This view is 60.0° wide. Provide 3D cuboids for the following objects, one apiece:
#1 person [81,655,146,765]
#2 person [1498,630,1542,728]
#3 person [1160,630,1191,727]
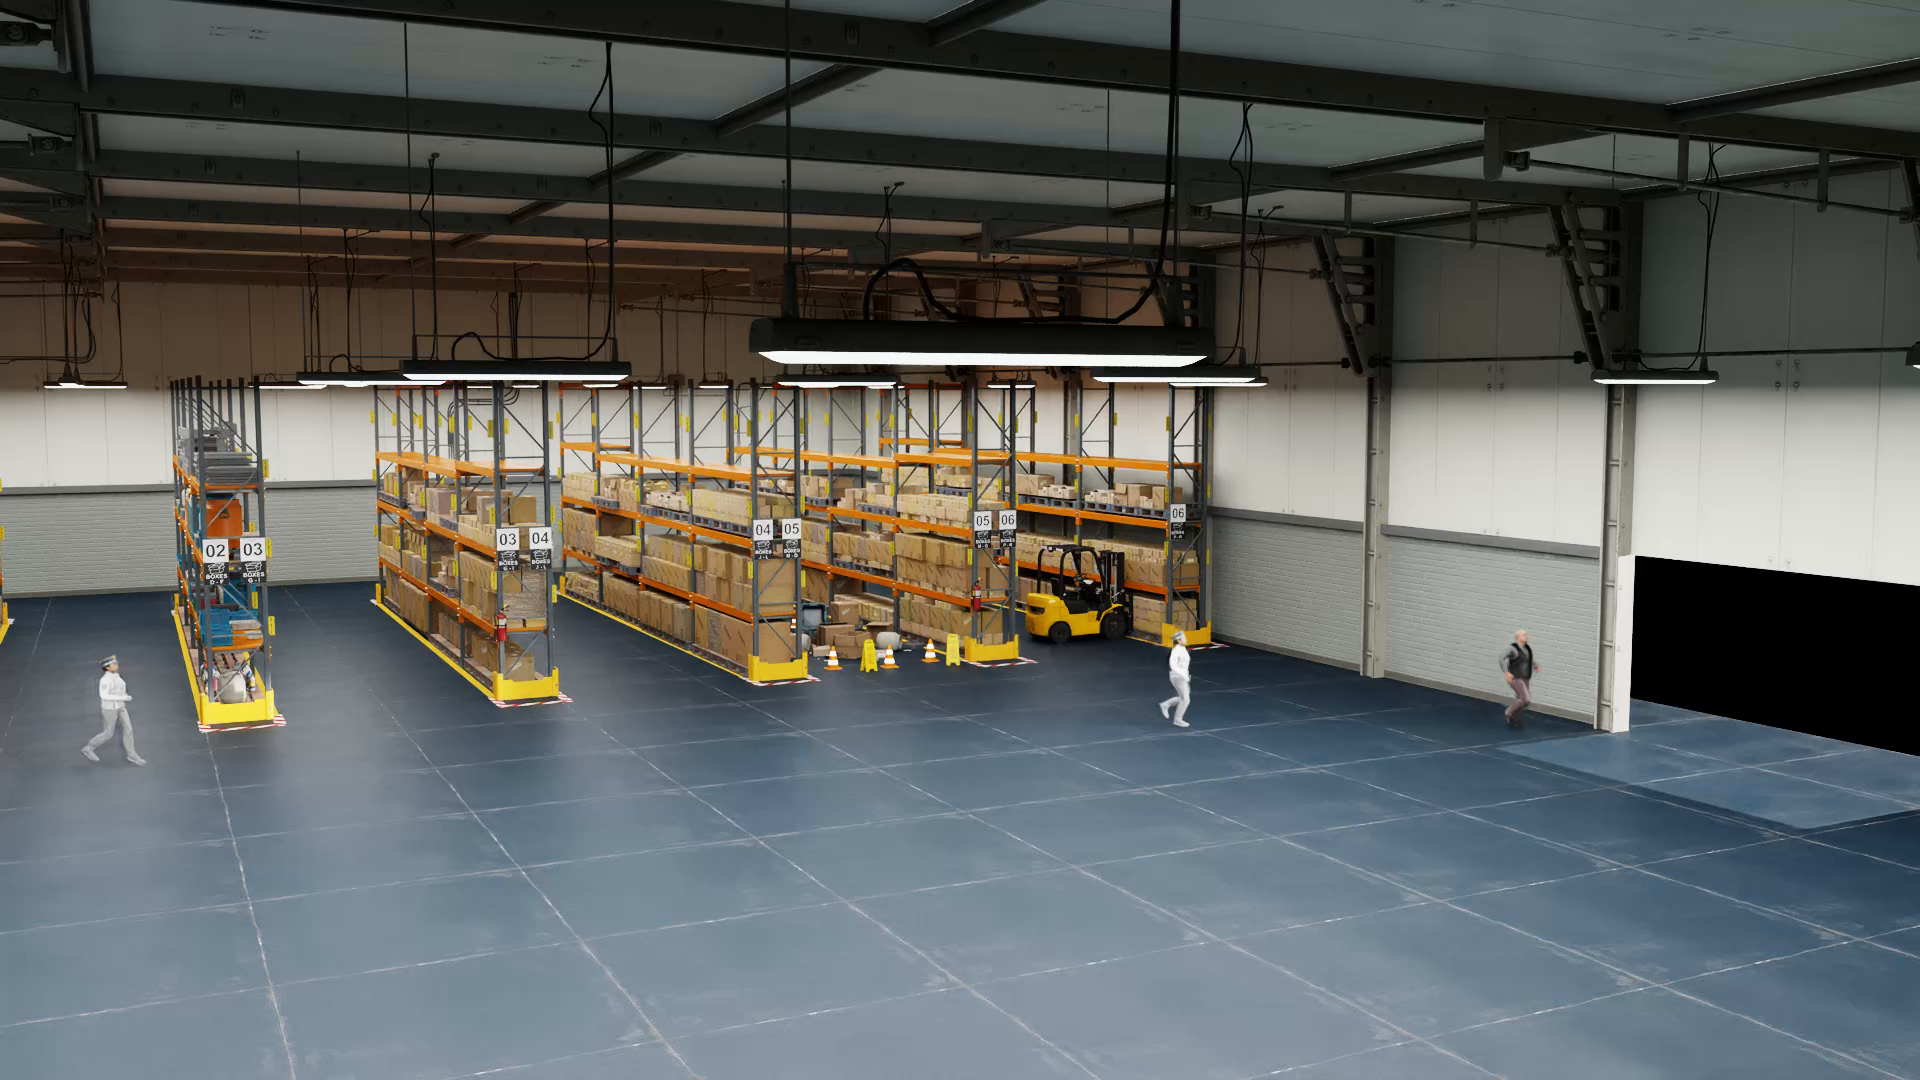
[{"bbox_3d":[-12.996,2.611,25.488,0.923,1.714,0.624,0,5,-1],"label":"person"},{"bbox_3d":[9.549,2.365,28.253,0.667,1.686,0.601,-4,6,-37],"label":"person"},{"bbox_3d":[3.723,2.363,28.589,0.548,1.654,0.652,2,5,19],"label":"person"}]
